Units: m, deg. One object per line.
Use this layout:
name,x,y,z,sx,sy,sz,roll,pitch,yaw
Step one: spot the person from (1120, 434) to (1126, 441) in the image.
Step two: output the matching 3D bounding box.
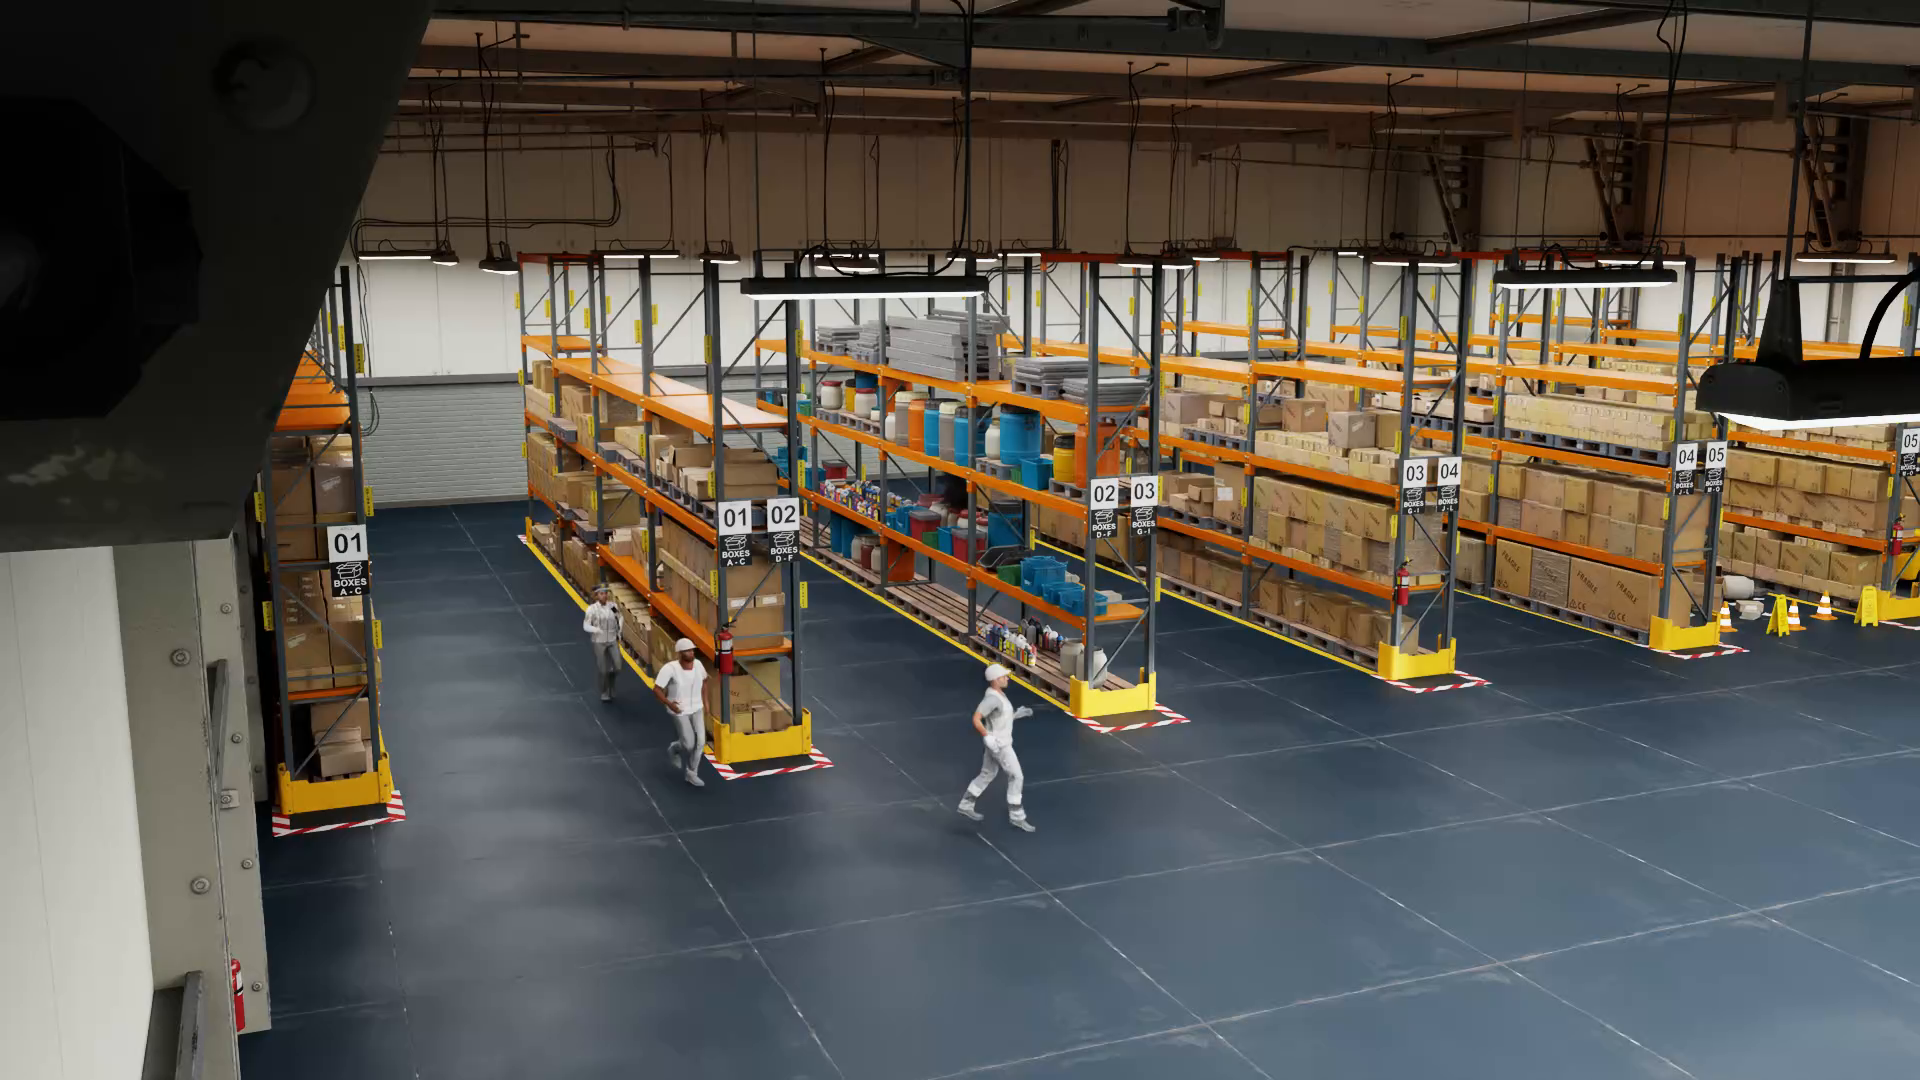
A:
person,3.763,-1.714,39.767,0.614,1.680,0.843,2,11,10

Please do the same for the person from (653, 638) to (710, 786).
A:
person,-3.220,1.982,19.438,0.737,1.723,0.601,-8,13,-39

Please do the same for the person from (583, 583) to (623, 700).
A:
person,-4.816,1.406,22.710,0.600,1.645,0.566,-6,12,-28

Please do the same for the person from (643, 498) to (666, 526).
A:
person,-6.389,-0.726,34.576,0.556,1.713,0.800,-5,11,-24

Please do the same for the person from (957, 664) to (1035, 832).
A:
person,0.389,2.225,17.833,0.843,1.838,0.656,-1,10,-3
